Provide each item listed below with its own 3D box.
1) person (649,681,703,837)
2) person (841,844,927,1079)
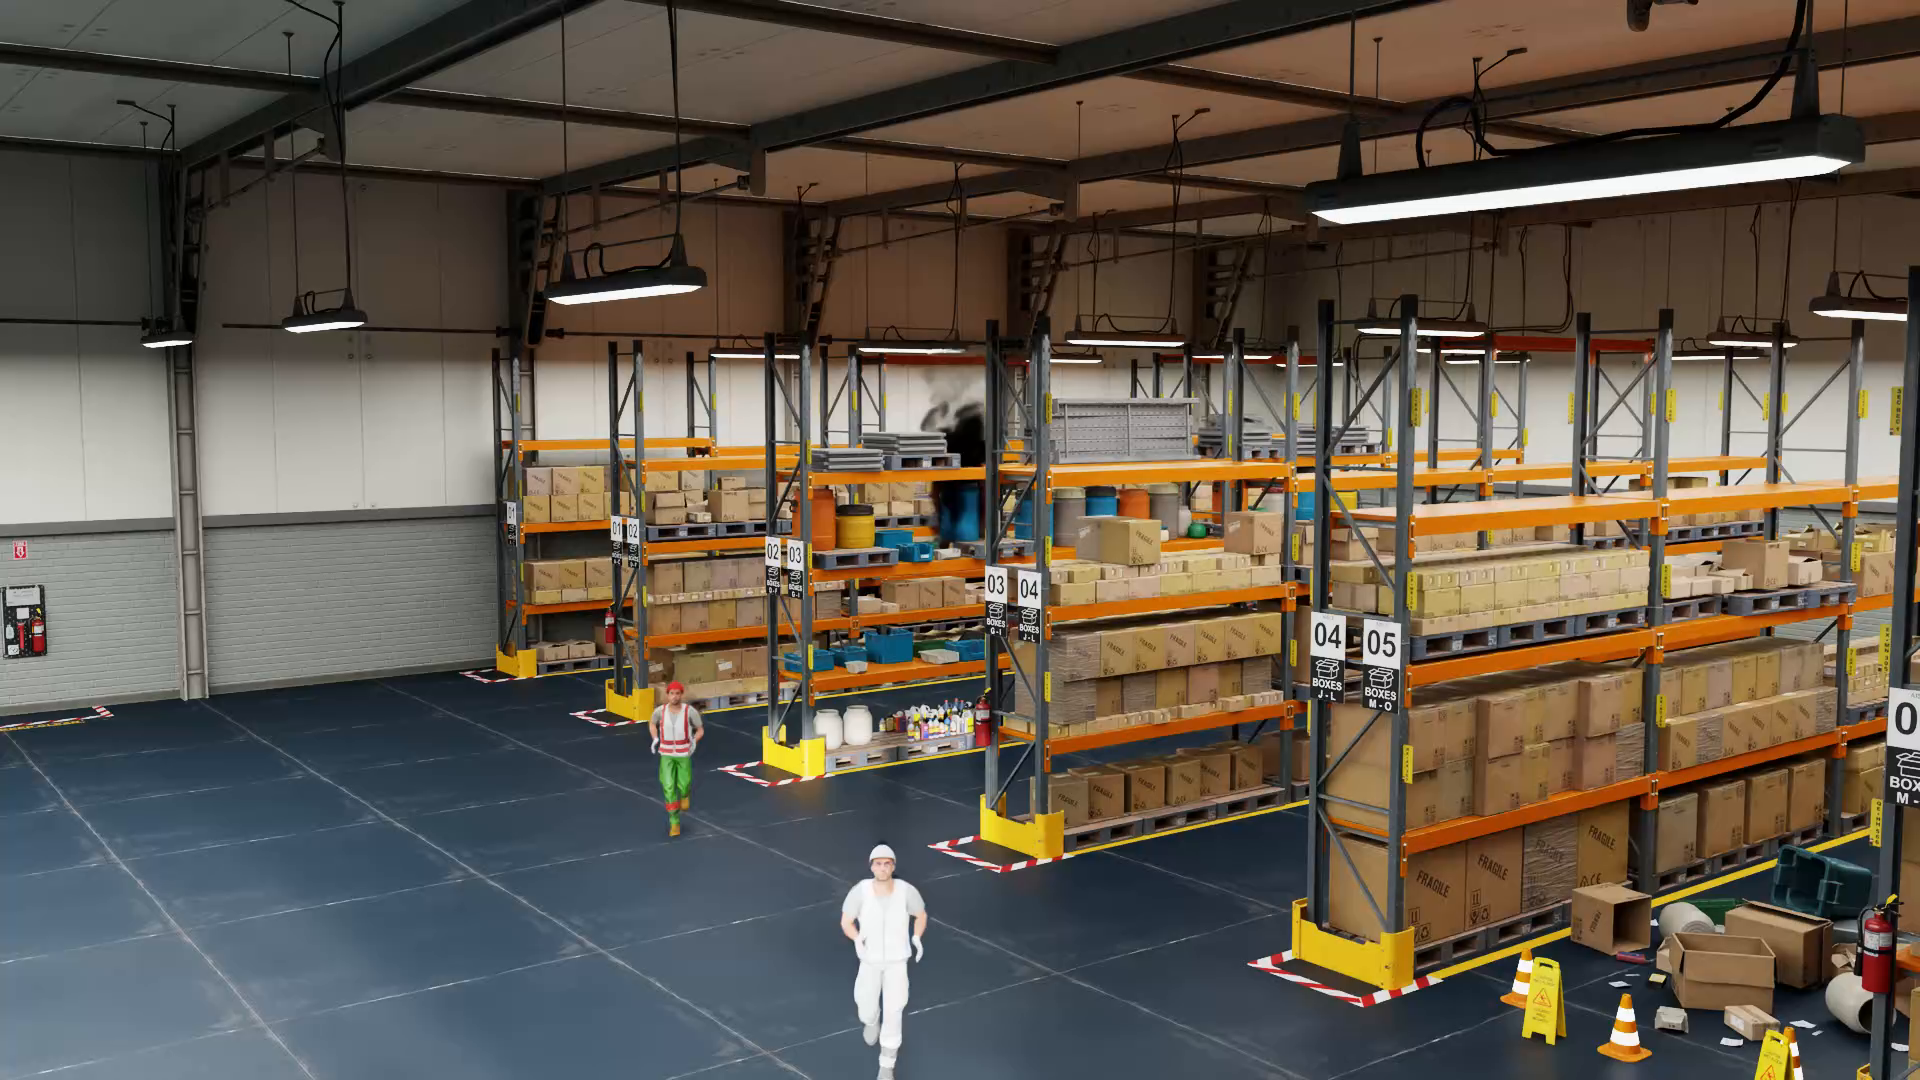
[{"bbox_3d":[-3.383,2.557,19.782,0.655,1.778,0.872,0,5,-4],"label":"person"},{"bbox_3d":[-0.577,3.183,12.686,0.661,1.745,0.762,0,5,-3],"label":"person"}]
